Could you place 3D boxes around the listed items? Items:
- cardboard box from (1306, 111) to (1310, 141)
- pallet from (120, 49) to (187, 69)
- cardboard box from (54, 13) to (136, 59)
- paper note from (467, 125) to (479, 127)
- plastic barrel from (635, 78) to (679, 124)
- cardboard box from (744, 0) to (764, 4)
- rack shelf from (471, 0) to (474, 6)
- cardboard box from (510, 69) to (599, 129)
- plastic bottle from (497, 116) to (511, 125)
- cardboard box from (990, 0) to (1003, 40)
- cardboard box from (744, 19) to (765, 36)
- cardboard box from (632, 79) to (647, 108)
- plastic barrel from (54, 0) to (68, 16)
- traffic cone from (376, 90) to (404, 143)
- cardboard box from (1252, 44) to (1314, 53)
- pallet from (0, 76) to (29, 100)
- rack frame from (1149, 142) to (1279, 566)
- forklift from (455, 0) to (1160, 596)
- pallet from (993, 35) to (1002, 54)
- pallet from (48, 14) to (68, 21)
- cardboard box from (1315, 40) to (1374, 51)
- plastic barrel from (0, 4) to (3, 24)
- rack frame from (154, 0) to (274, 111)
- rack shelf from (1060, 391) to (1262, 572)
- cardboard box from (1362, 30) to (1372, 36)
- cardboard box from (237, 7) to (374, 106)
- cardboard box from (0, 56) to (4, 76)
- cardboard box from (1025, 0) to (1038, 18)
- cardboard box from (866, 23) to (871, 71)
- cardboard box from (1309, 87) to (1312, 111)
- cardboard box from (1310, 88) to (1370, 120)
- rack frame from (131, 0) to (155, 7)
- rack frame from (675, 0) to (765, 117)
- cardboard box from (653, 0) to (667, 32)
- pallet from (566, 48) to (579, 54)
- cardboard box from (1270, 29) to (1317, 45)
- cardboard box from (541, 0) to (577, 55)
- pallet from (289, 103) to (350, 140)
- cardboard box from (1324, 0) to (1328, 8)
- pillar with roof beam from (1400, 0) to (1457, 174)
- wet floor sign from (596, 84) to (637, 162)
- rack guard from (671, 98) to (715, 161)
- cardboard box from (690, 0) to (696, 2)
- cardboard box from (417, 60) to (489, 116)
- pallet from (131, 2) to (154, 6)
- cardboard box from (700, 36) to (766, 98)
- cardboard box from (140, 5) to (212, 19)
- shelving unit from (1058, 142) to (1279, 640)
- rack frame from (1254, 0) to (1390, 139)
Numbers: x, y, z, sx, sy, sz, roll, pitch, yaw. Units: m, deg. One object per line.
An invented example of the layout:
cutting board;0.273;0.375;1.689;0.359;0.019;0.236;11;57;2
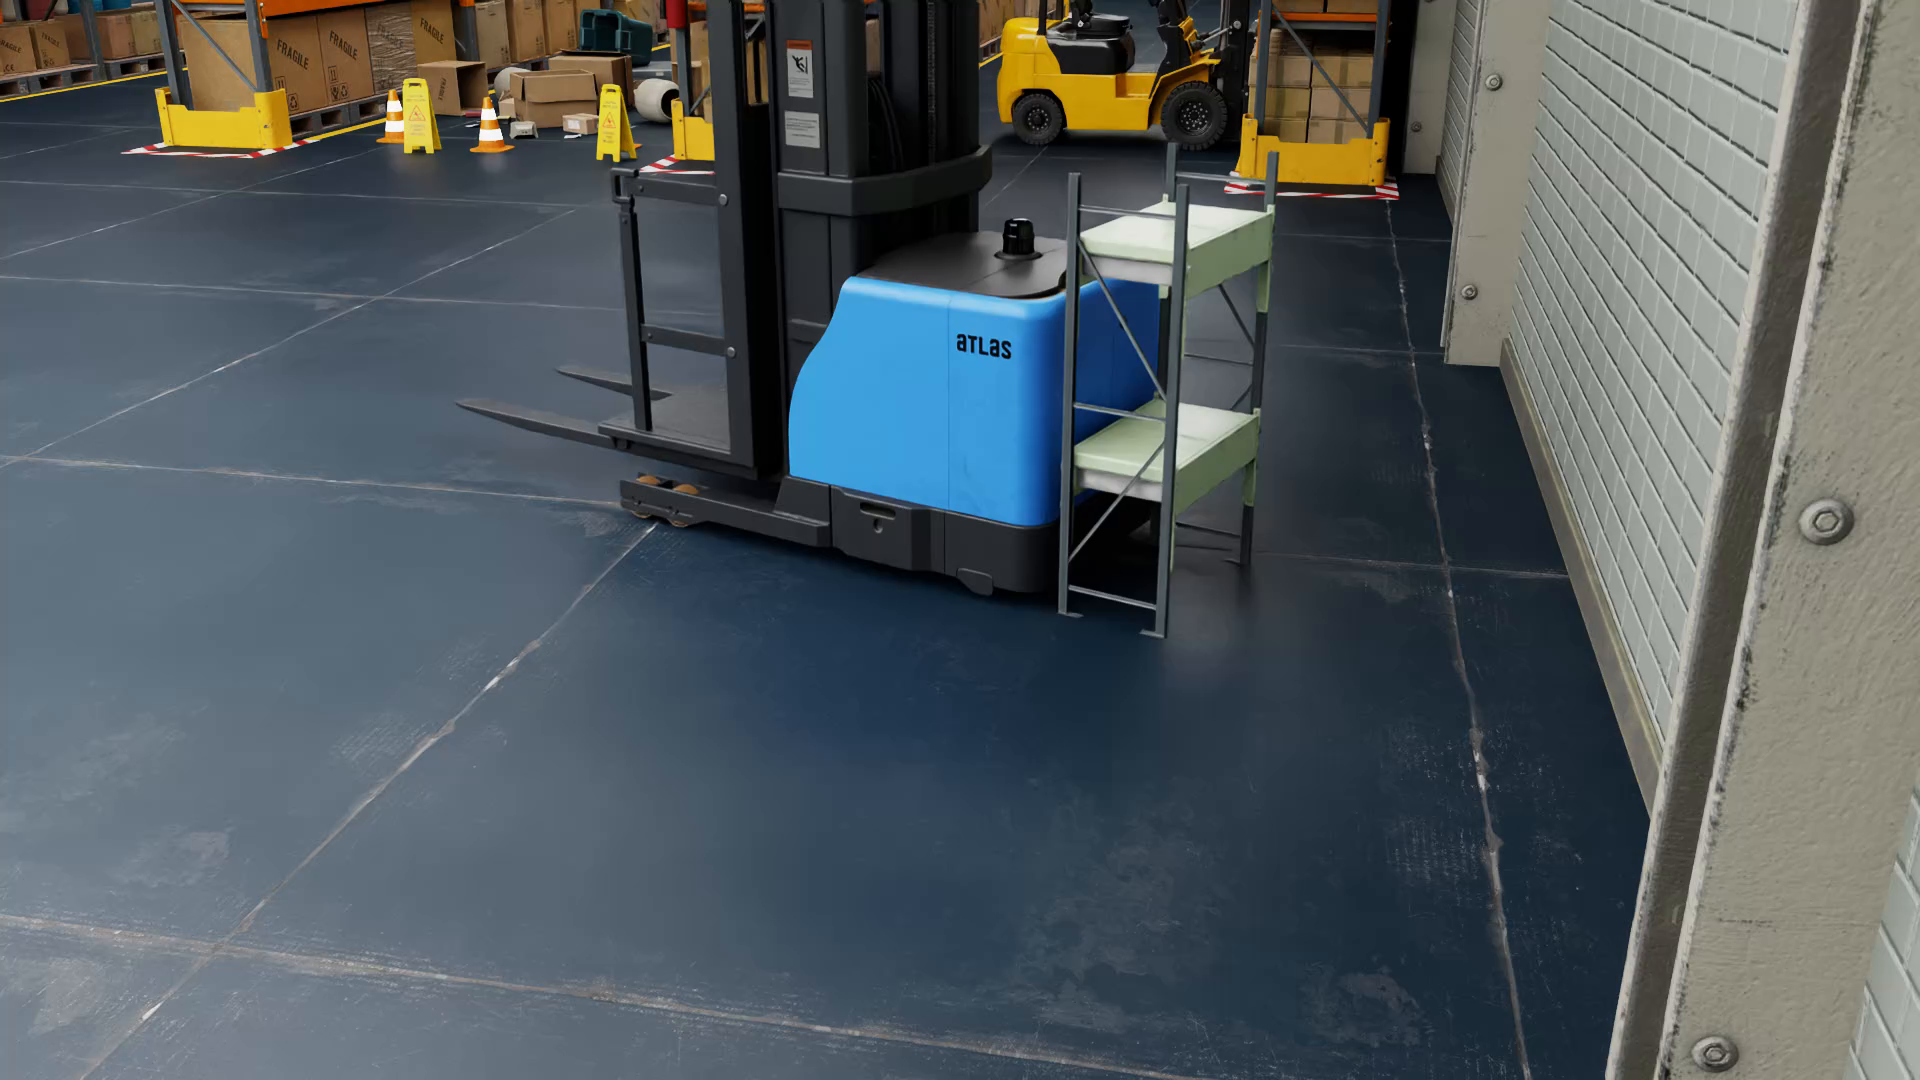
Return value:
cardboard box;2.804;-3.672;14.574;0.500;0.250;0.500;4;22;11
pallet;-10.435;-6.410;21.987;1.003;0.211;1.213;4;22;11
cardboard box;-10.693;-6.238;20.585;0.700;0.500;0.500;3;22;7
paper note;-4.847;-4.144;16.604;0.144;0.017;0.142;13;25;29
plastic barrel;-3.014;-4.428;16.783;0.421;0.421;0.512;-16;27;-35
cardboard box;-1.682;-4.745;14.455;0.380;0.149;0.250;5;22;11
rack shelf;-5.596;-6.954;20.567;1.077;0.370;4.000;4;22;11
cardboard box;-4.074;-4.430;16.680;0.797;0.503;0.637;-11;25;-26
plastic bottle;-4.624;-4.259;16.846;0.133;0.061;0.283;-3;22;-8
cardboard box;0.087;-7.460;23.143;0.875;0.875;0.875;5;22;12
cardboard box;-2.036;-4.773;15.436;0.380;0.149;0.250;5;22;12
cardboard box;-3.405;-4.813;17.949;0.258;0.266;0.396;-11;25;-26
plastic barrel;-14.530;-8.659;26.606;0.421;0.512;0.421;0;22;0
traffic cone;-5.322;-4.002;15.672;0.336;0.463;0.334;4;22;11
cardboard box;2.793;-4.138;14.393;0.500;0.250;0.500;5;22;12
pallet;-11.188;-4.982;18.440;1.003;0.211;1.213;4;22;11
rack frame;0.894;-0.640;5.936;0.400;1.500;0.023;13;25;29
forklift;-0.742;-1.560;6.304;3.031;2.935;1.130;13;25;29
pallet;0.164;-7.112;23.731;1.003;0.211;1.213;4;22;11
pallet;-14.500;-8.254;26.566;1.003;0.211;1.213;4;22;11
cardboard box;3.401;-4.285;14.758;0.500;0.250;0.500;4;22;11
plastic barrel;-14.788;-8.180;24.991;0.600;0.830;0.708;4;22;11
rack frame;-6.820;-5.093;14.984;1.000;3.000;0.127;4;22;11
rack shelf;0.704;-0.221;5.767;0.431;0.370;0.720;13;25;29
cardboard box;3.723;-4.840;16.137;0.500;0.250;0.500;4;22;10
cardboard box;-6.569;-4.877;16.730;0.875;0.875;0.875;4;22;10
cardboard box;-11.119;-5.420;18.580;0.500;0.500;0.500;2;22;6
cardboard box;0.728;-8.369;25.986;0.875;0.438;0.875;4;22;10
cardboard box;-1.201;-4.873;16.553;0.500;0.500;0.500;6;23;14
cardboard box;2.812;-3.911;14.499;0.500;0.250;0.500;4;22;10
cardboard box;3.205;-3.683;13.932;0.500;0.250;0.500;5;22;12
rack frame;-14.055;-10.274;27.849;1.000;3.000;0.127;4;22;11
rack frame;-1.954;-4.753;14.139;1.000;3.000;0.127;4;22;11
cardboard box;-4.594;-7.666;24.156;0.500;0.500;0.500;4;22;10
pallet;-5.423;-6.443;22.068;1.003;0.211;1.213;4;22;11
cardboard box;3.112;-4.700;15.787;0.500;0.250;0.500;5;23;13
cardboard box;-5.575;-6.634;21.260;1.050;0.750;0.750;5;22;12
pallet;-6.734;-4.098;16.246;1.003;0.211;1.213;4;22;11
cardboard box;3.364;-4.774;14.059;0.500;0.500;0.500;5;23;13
pillar with roof beam;-0.284;-7.672;13.359;9.100;9.000;0.400;4;22;11
wet floor sign;-3.040;-3.673;14.609;0.267;0.644;0.232;13;25;29
rack guard;-1.938;-3.621;14.675;1.175;0.500;0.348;4;22;11
cardboard box;-4.276;-8.227;25.550;0.500;0.500;0.500;4;22;10
cardboard box;-5.316;-4.752;17.479;0.500;0.500;0.500;8;23;20
pallet;-13.943;-9.253;29.045;1.003;0.211;1.213;4;22;11
cardboard box;-2.046;-4.333;15.211;0.500;0.500;0.500;5;22;11
cardboard box;-10.350;-6.820;22.030;0.700;0.500;0.500;6;23;15
shelving unit;0.704;-0.523;5.645;0.431;1.500;0.755;13;25;29
rack frame;2.906;-4.376;13.203;1.000;3.000;0.127;4;22;11
